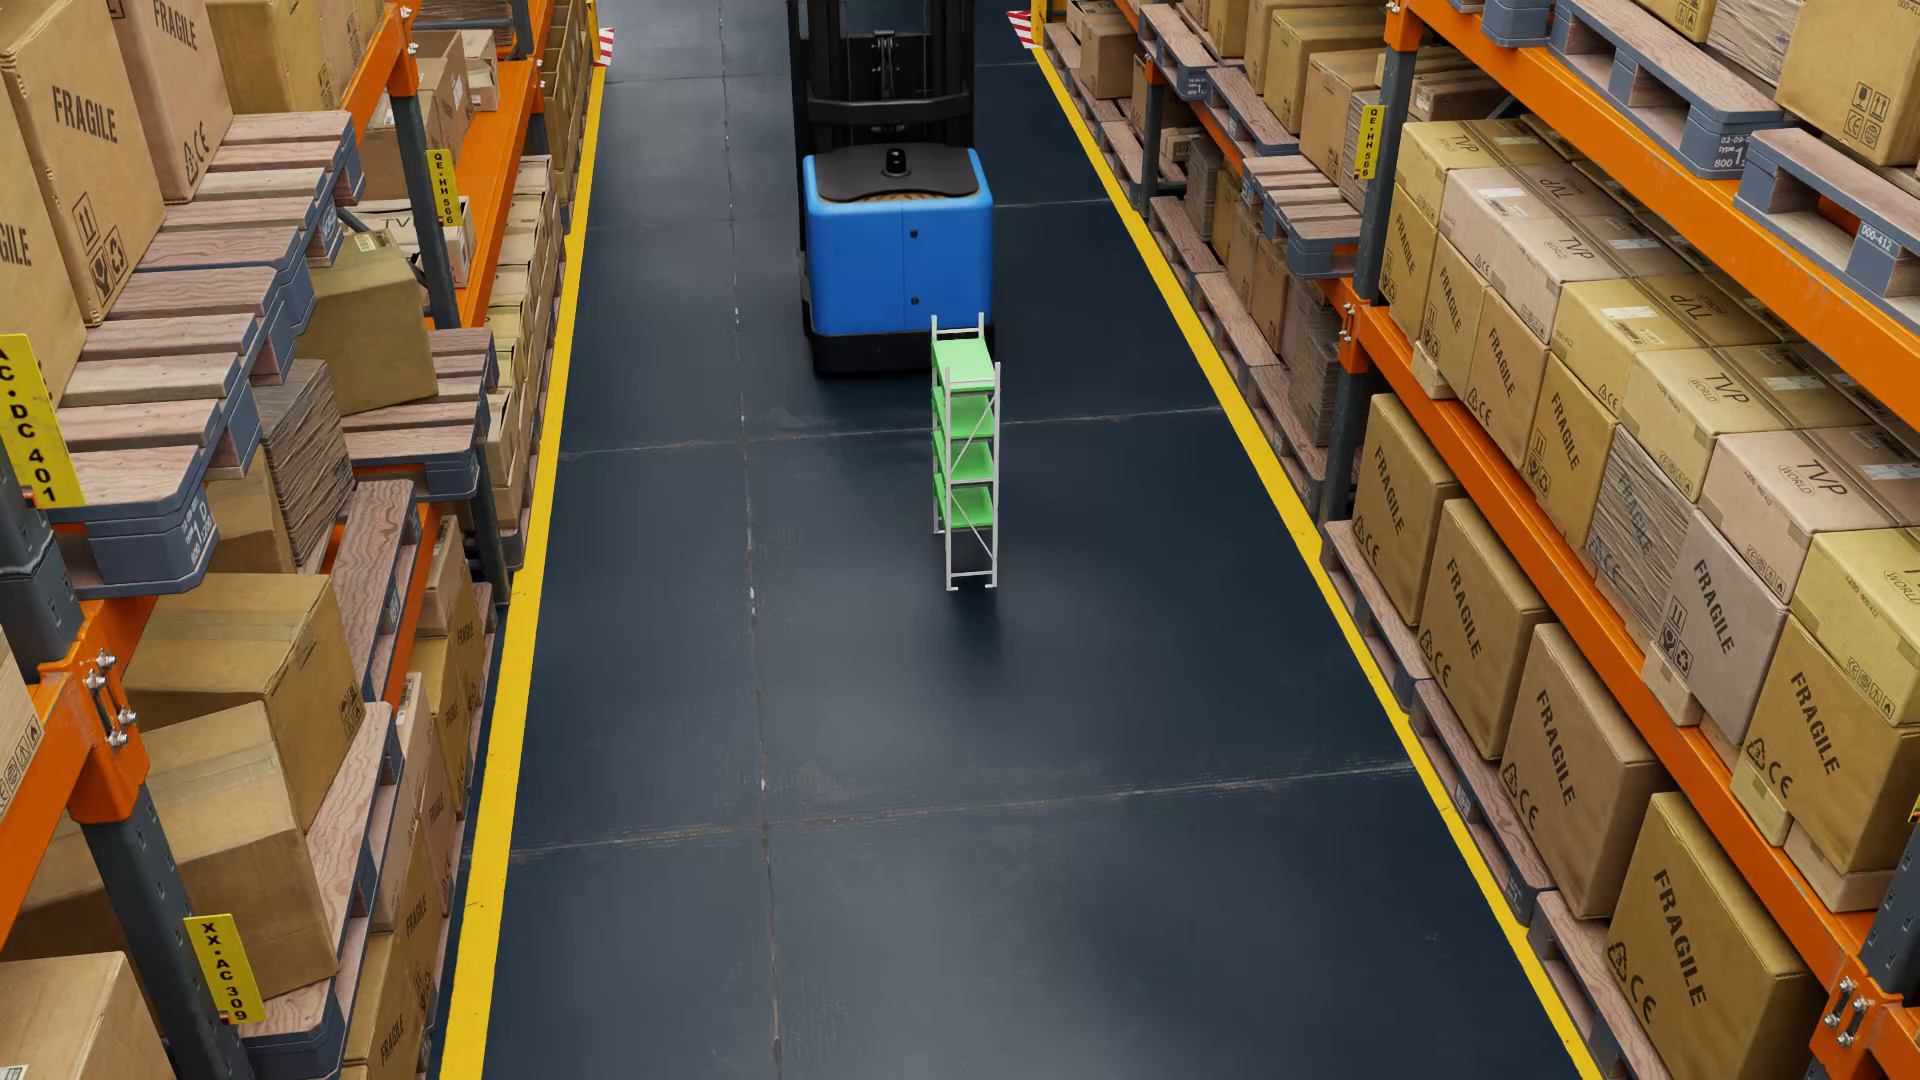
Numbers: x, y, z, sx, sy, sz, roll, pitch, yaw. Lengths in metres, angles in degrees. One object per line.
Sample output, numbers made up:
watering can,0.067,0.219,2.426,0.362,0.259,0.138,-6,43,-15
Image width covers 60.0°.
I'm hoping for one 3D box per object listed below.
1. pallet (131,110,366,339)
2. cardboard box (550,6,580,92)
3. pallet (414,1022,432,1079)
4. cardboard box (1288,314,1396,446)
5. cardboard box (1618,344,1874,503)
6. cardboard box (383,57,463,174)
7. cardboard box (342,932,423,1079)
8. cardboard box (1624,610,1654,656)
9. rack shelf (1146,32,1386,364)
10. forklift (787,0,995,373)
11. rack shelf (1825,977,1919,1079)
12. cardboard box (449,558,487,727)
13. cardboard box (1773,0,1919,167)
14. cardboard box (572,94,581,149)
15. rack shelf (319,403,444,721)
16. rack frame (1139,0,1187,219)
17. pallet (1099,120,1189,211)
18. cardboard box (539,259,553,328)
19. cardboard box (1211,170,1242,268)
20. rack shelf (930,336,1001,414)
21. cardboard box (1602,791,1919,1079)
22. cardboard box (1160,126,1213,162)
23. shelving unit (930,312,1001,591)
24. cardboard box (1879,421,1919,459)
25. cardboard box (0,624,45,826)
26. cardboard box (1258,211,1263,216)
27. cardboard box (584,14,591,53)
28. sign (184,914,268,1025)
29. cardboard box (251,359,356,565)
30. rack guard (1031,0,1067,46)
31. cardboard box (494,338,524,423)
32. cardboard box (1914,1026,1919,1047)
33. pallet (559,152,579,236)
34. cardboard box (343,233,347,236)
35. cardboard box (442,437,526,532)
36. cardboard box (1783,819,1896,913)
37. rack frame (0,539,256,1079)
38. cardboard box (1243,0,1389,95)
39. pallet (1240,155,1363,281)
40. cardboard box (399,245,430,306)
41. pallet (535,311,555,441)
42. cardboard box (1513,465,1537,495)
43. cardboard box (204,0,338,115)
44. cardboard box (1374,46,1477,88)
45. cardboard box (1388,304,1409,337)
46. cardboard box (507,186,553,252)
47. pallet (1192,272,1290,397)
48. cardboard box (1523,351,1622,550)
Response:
pallet,-2.240,-0.802,4.266,1.213,0.211,1.003,-4,35,-6
cardboard box,-3.111,-3.623,12.306,0.500,0.500,0.500,-4,35,-6
pallet,-2.226,2.009,5.115,1.003,0.211,1.213,-4,35,-6
cardboard box,2.143,-0.848,8.660,0.700,0.500,0.500,-4,34,-6
cardboard box,2.385,-0.364,5.084,0.500,0.250,0.500,-4,34,-5
cardboard box,-2.929,-2.195,8.718,0.500,0.500,0.500,-4,35,-6
cardboard box,-1.985,1.574,5.106,0.500,0.500,0.500,-4,34,-6
cardboard box,2.395,0.287,5.370,0.380,0.149,0.250,-4,35,-6
rack shelf,2.022,-2.120,9.337,1.077,0.370,4.000,-4,35,-6
forklift,-0.488,-2.981,10.022,1.130,2.935,3.031,-4,34,-6
rack shelf,3.098,2.344,2.786,1.077,0.370,4.000,-4,35,-6
cardboard box,-2.258,0.431,6.783,0.500,0.500,0.500,-3,34,-5
cardboard box,2.681,-1.337,4.406,0.700,0.500,0.500,-5,35,-7
cardboard box,-3.041,-3.034,12.108,0.500,0.250,0.500,-4,35,-6
rack shelf,-2.348,0.489,5.508,1.077,0.370,4.000,-4,35,-6
rack frame,1.753,-3.534,10.772,1.000,3.000,0.127,-4,35,-6
pallet,1.628,-2.754,12.103,1.003,0.211,1.213,-4,35,-6
cardboard box,-2.676,-1.417,9.734,0.500,0.250,0.500,-4,34,-5
cardboard box,1.988,-1.989,10.333,0.700,0.500,0.500,-5,35,-7
rack shelf,0.022,-0.747,7.542,0.258,0.148,0.480,-4,35,-6
cardboard box,2.613,1.292,5.226,0.750,0.750,0.750,-4,34,-6
cardboard box,1.652,-2.841,11.881,0.380,0.166,0.250,-9,35,-13
shelving unit,0.022,-0.403,7.777,0.258,1.200,0.503,-4,35,-6
cardboard box,2.949,-0.120,4.726,0.500,0.250,0.500,-4,34,-6
cardboard box,-1.750,0.381,2.496,0.500,0.250,0.500,-4,35,-6
cardboard box,2.005,-2.048,9.754,0.500,0.250,0.500,-5,35,-8
cardboard box,-3.328,-4.149,13.743,0.500,0.250,0.500,-4,35,-6
sign,-1.542,0.905,3.490,0.100,0.325,0.005,-4,35,-6
cardboard box,-2.487,-0.272,5.523,0.700,0.500,0.500,2,34,3
rack guard,1.226,-4.691,14.689,1.175,0.500,0.348,-4,35,-6
cardboard box,-2.475,-0.800,8.332,0.500,0.311,0.500,-5,35,-8
cardboard box,2.886,1.110,3.691,0.980,0.700,0.700,-4,34,-6
pallet,-3.220,-2.451,11.659,1.003,0.211,1.213,-4,35,-6
cardboard box,-3.012,-1.302,7.719,0.380,0.149,0.250,-4,35,-6
cardboard box,-2.396,-0.276,8.060,0.500,0.250,0.500,-4,35,-7
cardboard box,2.503,0.859,4.532,0.380,0.149,0.250,-4,34,-6
rack frame,-2.079,1.308,3.667,1.000,3.000,0.127,-4,35,-6
cardboard box,1.976,-2.793,9.205,0.700,0.500,0.500,0,34,0
pallet,2.090,-1.612,8.122,1.213,0.211,1.003,-4,35,-6
cardboard box,-2.622,-1.094,7.271,0.500,0.311,0.500,-2,34,-3
pallet,-2.850,-0.914,9.403,1.003,0.211,1.213,-4,35,-6
cardboard box,2.307,-0.289,6.216,0.380,0.149,0.250,-4,34,-6
cardboard box,-2.386,-1.390,4.873,0.910,0.500,0.500,-4,35,-6
cardboard box,2.157,-2.161,7.703,0.380,0.149,0.250,-10,36,-14
cardboard box,2.106,-1.005,7.266,0.380,0.149,0.250,-5,35,-7
cardboard box,-2.740,-1.931,9.991,0.500,0.311,0.500,-3,34,-5
pallet,2.027,-1.265,9.919,1.003,0.211,1.213,-4,35,-6
cardboard box,2.308,-0.324,5.691,0.500,0.500,0.500,-3,34,-5
